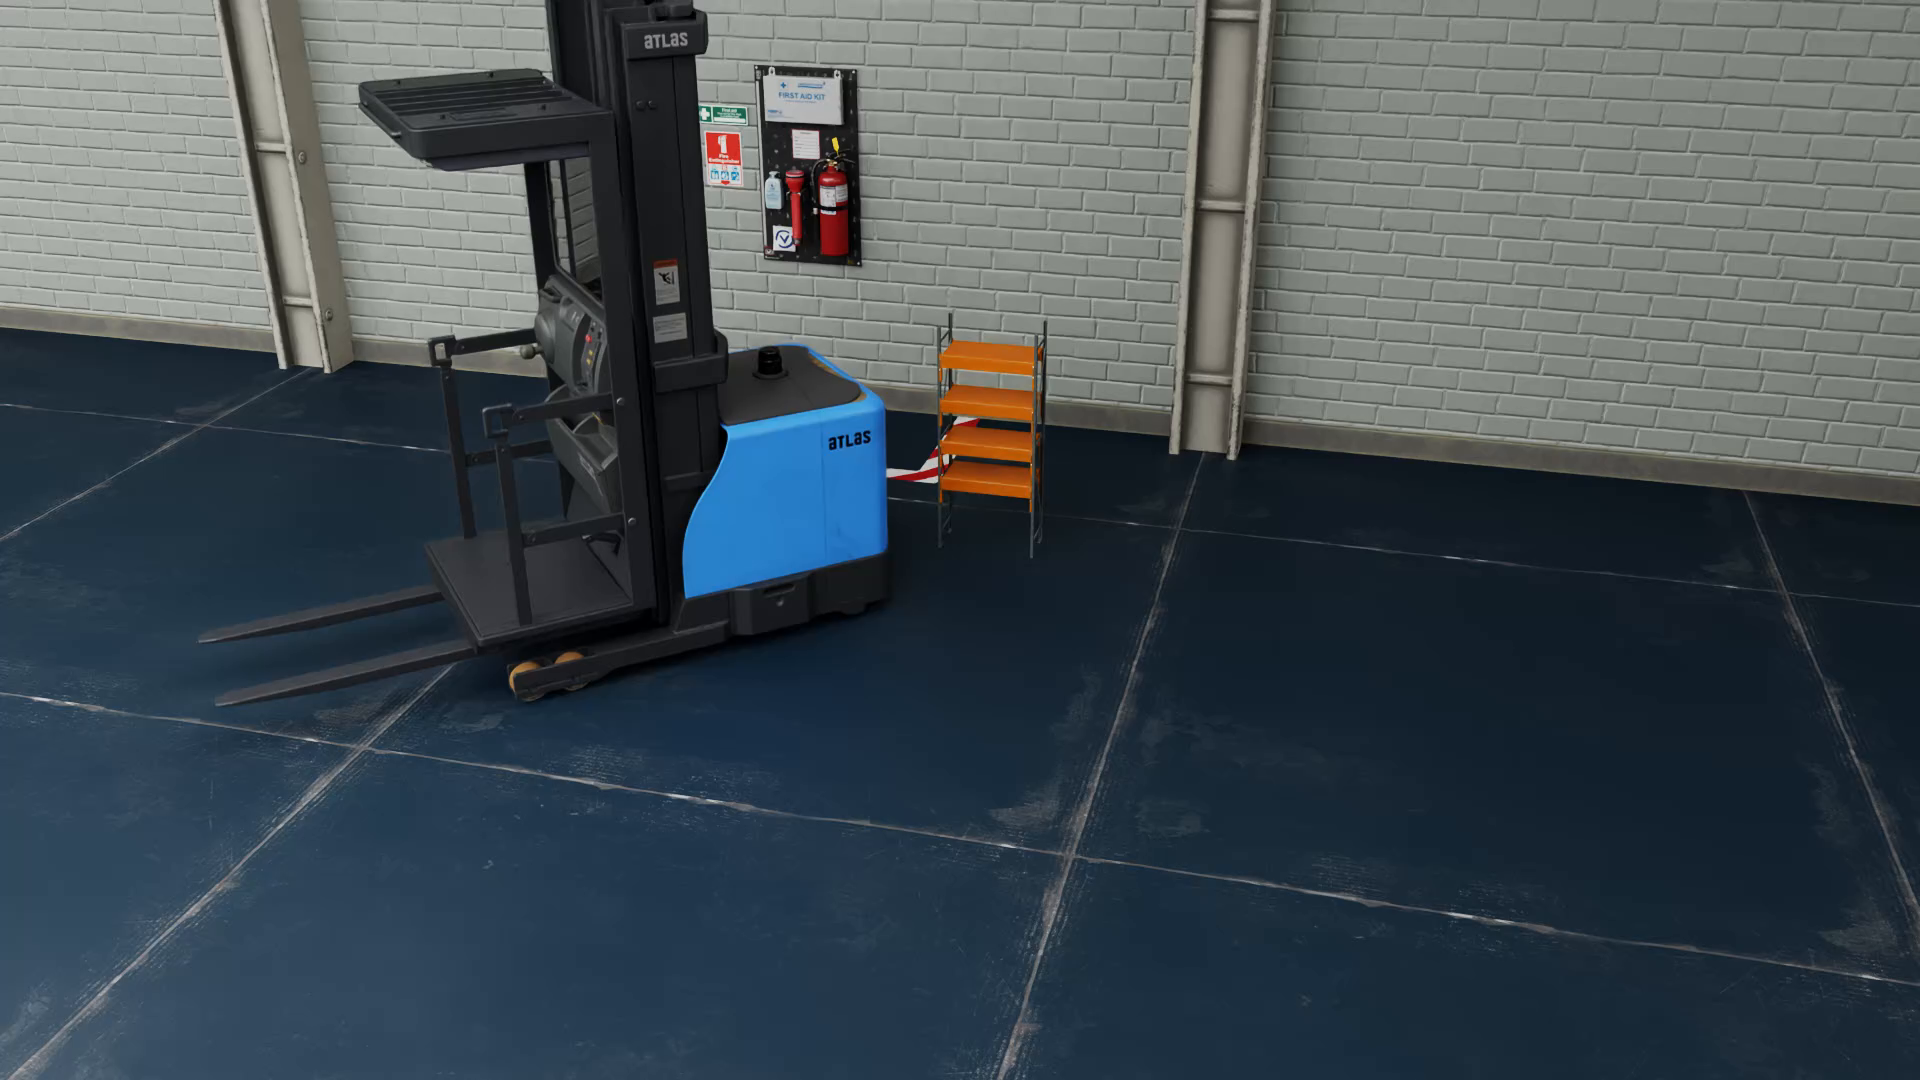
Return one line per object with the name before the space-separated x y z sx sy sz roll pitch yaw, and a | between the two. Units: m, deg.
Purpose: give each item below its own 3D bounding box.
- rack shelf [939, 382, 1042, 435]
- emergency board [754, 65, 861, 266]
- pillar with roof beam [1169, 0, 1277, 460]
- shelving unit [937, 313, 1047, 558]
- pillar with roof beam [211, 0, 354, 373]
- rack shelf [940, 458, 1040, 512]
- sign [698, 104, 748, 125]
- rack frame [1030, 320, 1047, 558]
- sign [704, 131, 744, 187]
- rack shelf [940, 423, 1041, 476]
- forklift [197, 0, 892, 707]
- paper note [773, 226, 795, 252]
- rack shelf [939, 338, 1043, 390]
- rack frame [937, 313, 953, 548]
rack shelf | 0.160 -0.665 8.388 0.480 0.148 0.258 6 26 13
emergency board | -0.919 -2.189 9.858 0.643 1.169 0.194 6 26 13
pillar with roof beam | 0.393 -2.825 4.215 0.400 9.000 9.100 6 26 13
shelving unit | 0.160 -0.524 8.455 0.503 1.200 0.258 6 26 13
pillar with roof beam | -5.418 -3.467 5.564 0.400 9.000 9.100 6 26 13
rack shelf | 0.160 -0.284 8.569 0.480 0.148 0.258 6 26 13
sign | -1.427 -2.542 9.942 0.331 0.109 0.001 6 26 13
rack frame | 0.397 -0.498 8.400 0.015 1.200 0.240 6 26 13
sign | -1.429 -2.307 10.065 0.234 0.329 0.001 6 26 13
rack shelf | 0.160 -0.463 8.484 0.480 0.148 0.258 6 26 13
forklift | -1.874 -0.879 7.186 3.031 2.935 1.130 -13 28 -25
paper note | -1.073 -1.839 10.148 0.142 0.148 0.016 6 26 13
rack shelf | 0.160 -0.879 8.286 0.480 0.148 0.258 6 26 13
rack frame | -0.076 -0.550 8.510 0.015 1.200 0.240 6 26 13
